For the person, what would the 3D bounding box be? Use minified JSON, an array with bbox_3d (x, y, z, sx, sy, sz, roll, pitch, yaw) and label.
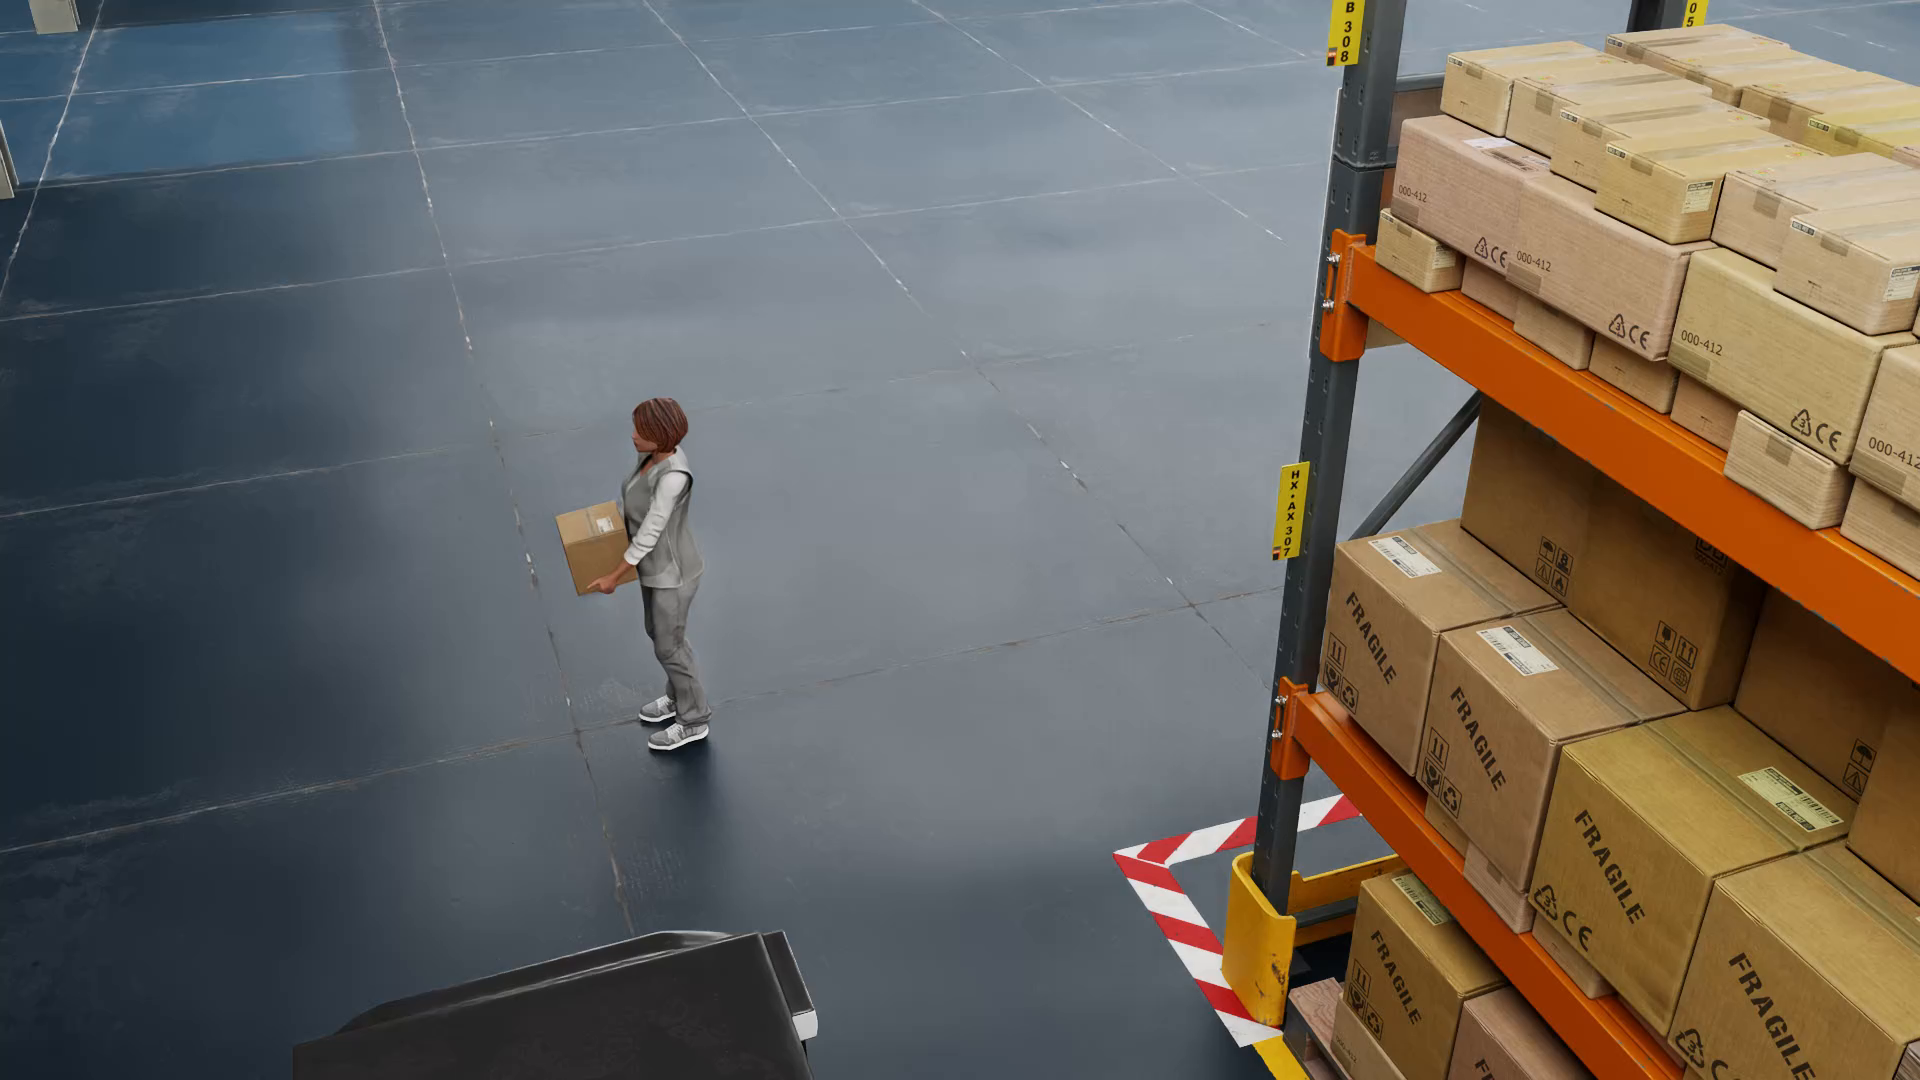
[{"bbox_3d":[-1.307,0.149,6.890,0.495,1.596,0.401,-10,32,-17],"label":"person"}]
